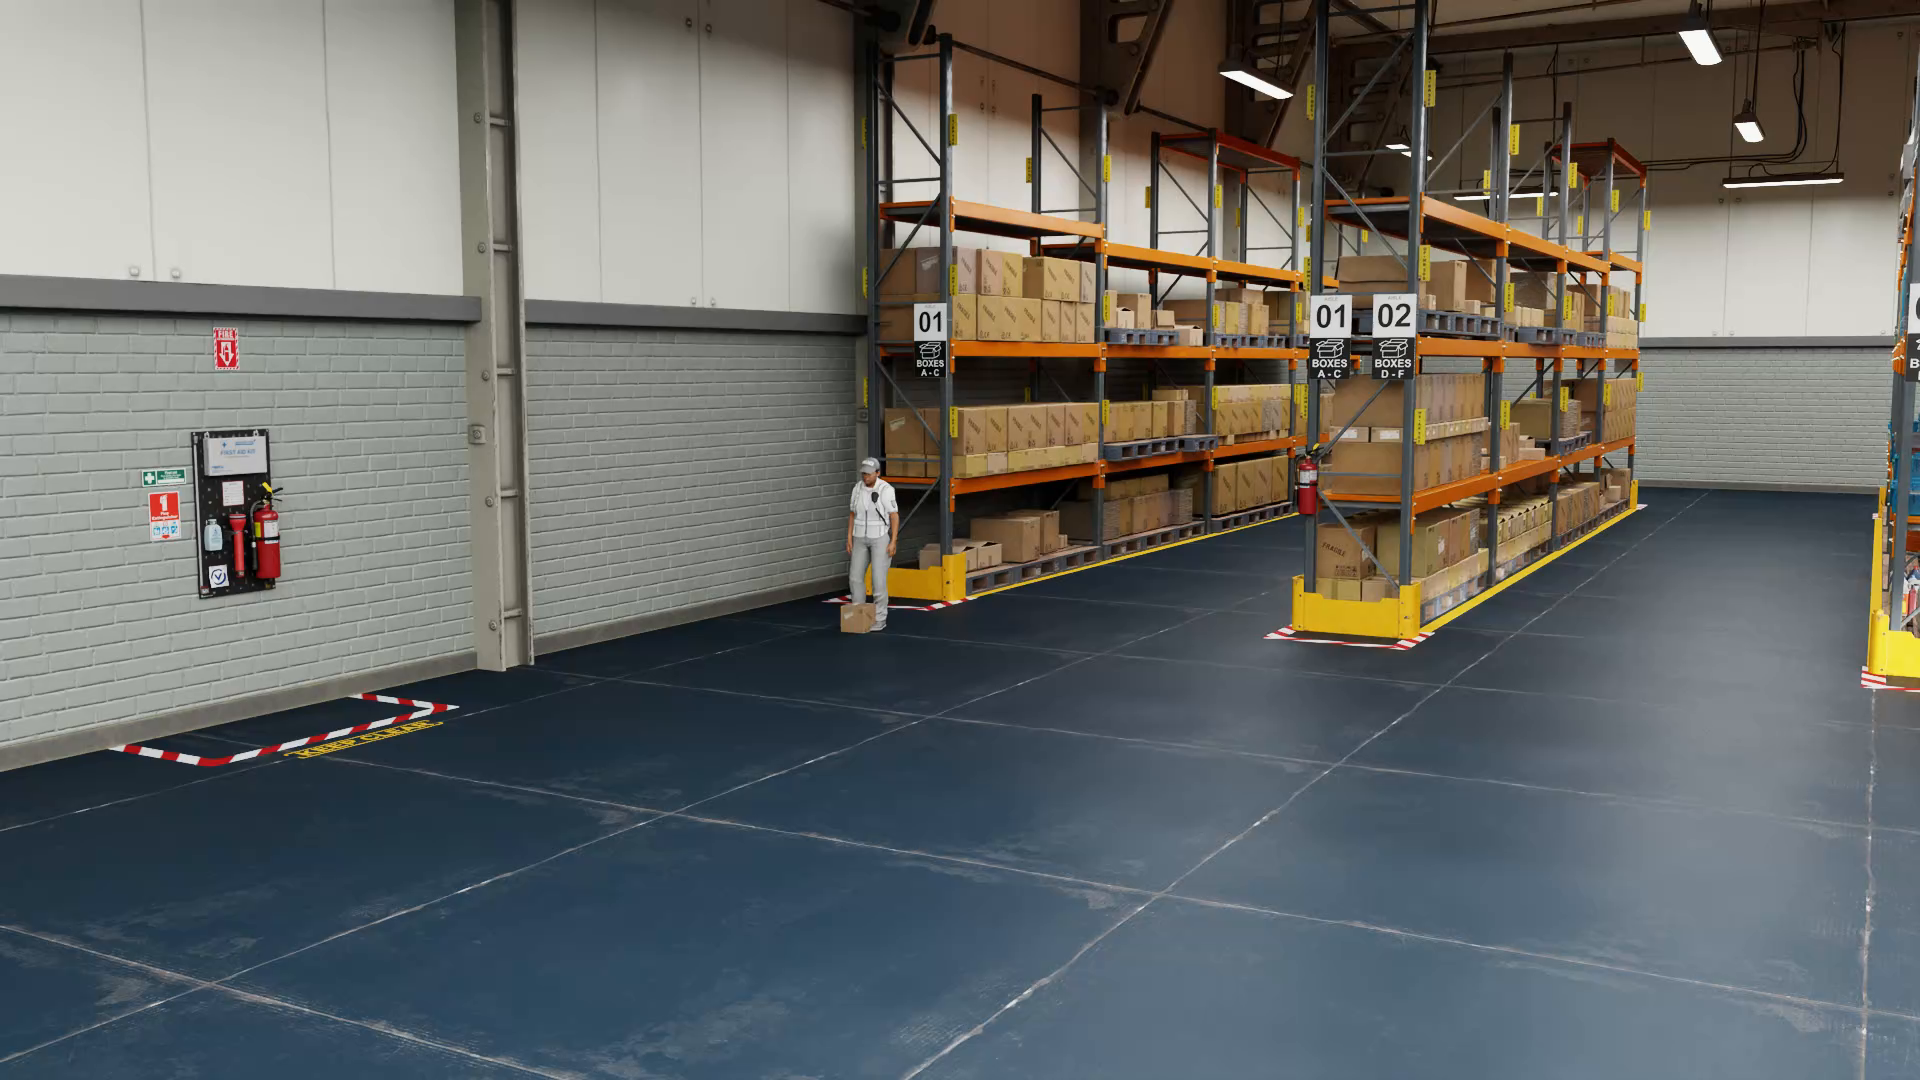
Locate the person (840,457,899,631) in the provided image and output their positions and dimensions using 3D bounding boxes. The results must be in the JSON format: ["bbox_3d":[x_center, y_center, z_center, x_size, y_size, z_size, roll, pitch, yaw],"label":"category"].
[{"bbox_3d":[-0.869,0.026,16.089,0.564,1.666,0.466,3,7,25],"label":"person"}]
